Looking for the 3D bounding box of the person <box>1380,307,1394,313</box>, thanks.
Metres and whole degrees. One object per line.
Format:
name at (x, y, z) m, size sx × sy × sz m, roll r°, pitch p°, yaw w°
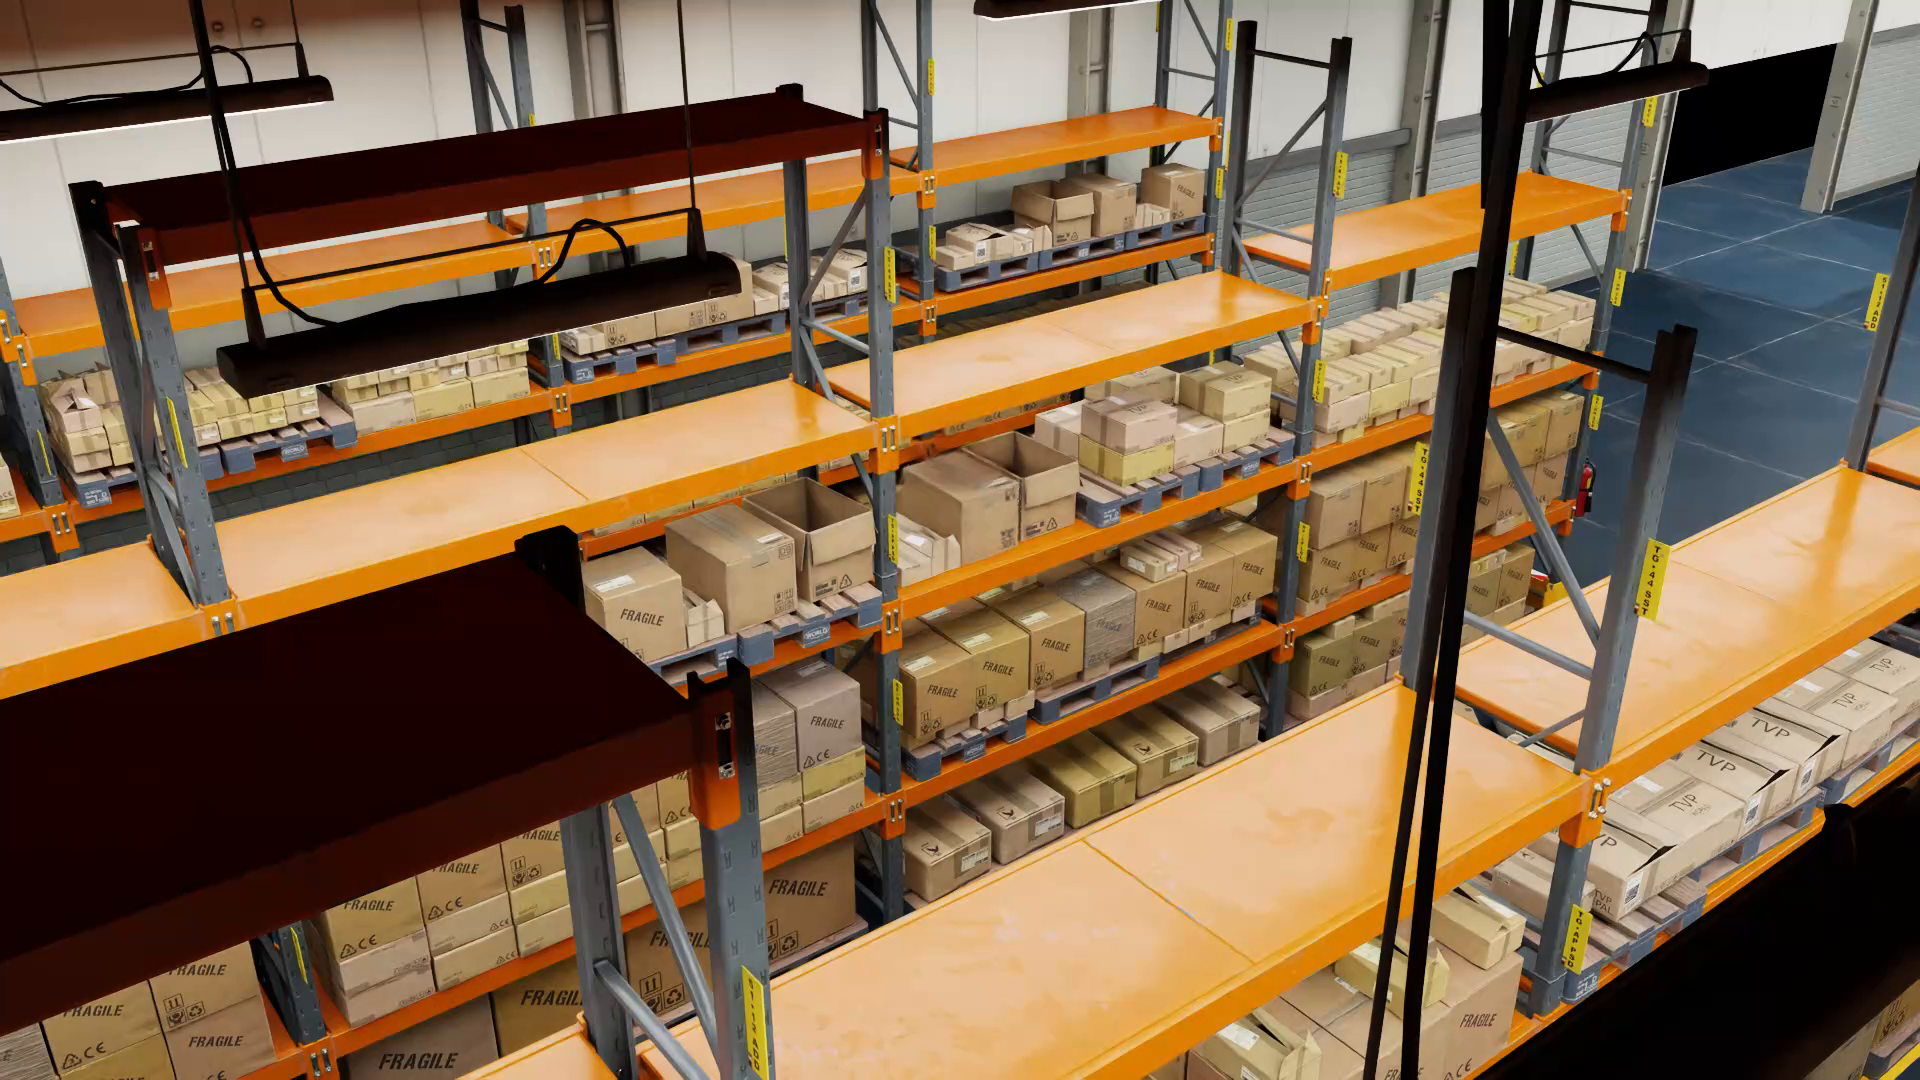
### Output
person at (5.169, -1.970, 20.142) m, size 0.669 × 1.804 × 0.651 m, roll -2°, pitch 26°, yaw -5°
